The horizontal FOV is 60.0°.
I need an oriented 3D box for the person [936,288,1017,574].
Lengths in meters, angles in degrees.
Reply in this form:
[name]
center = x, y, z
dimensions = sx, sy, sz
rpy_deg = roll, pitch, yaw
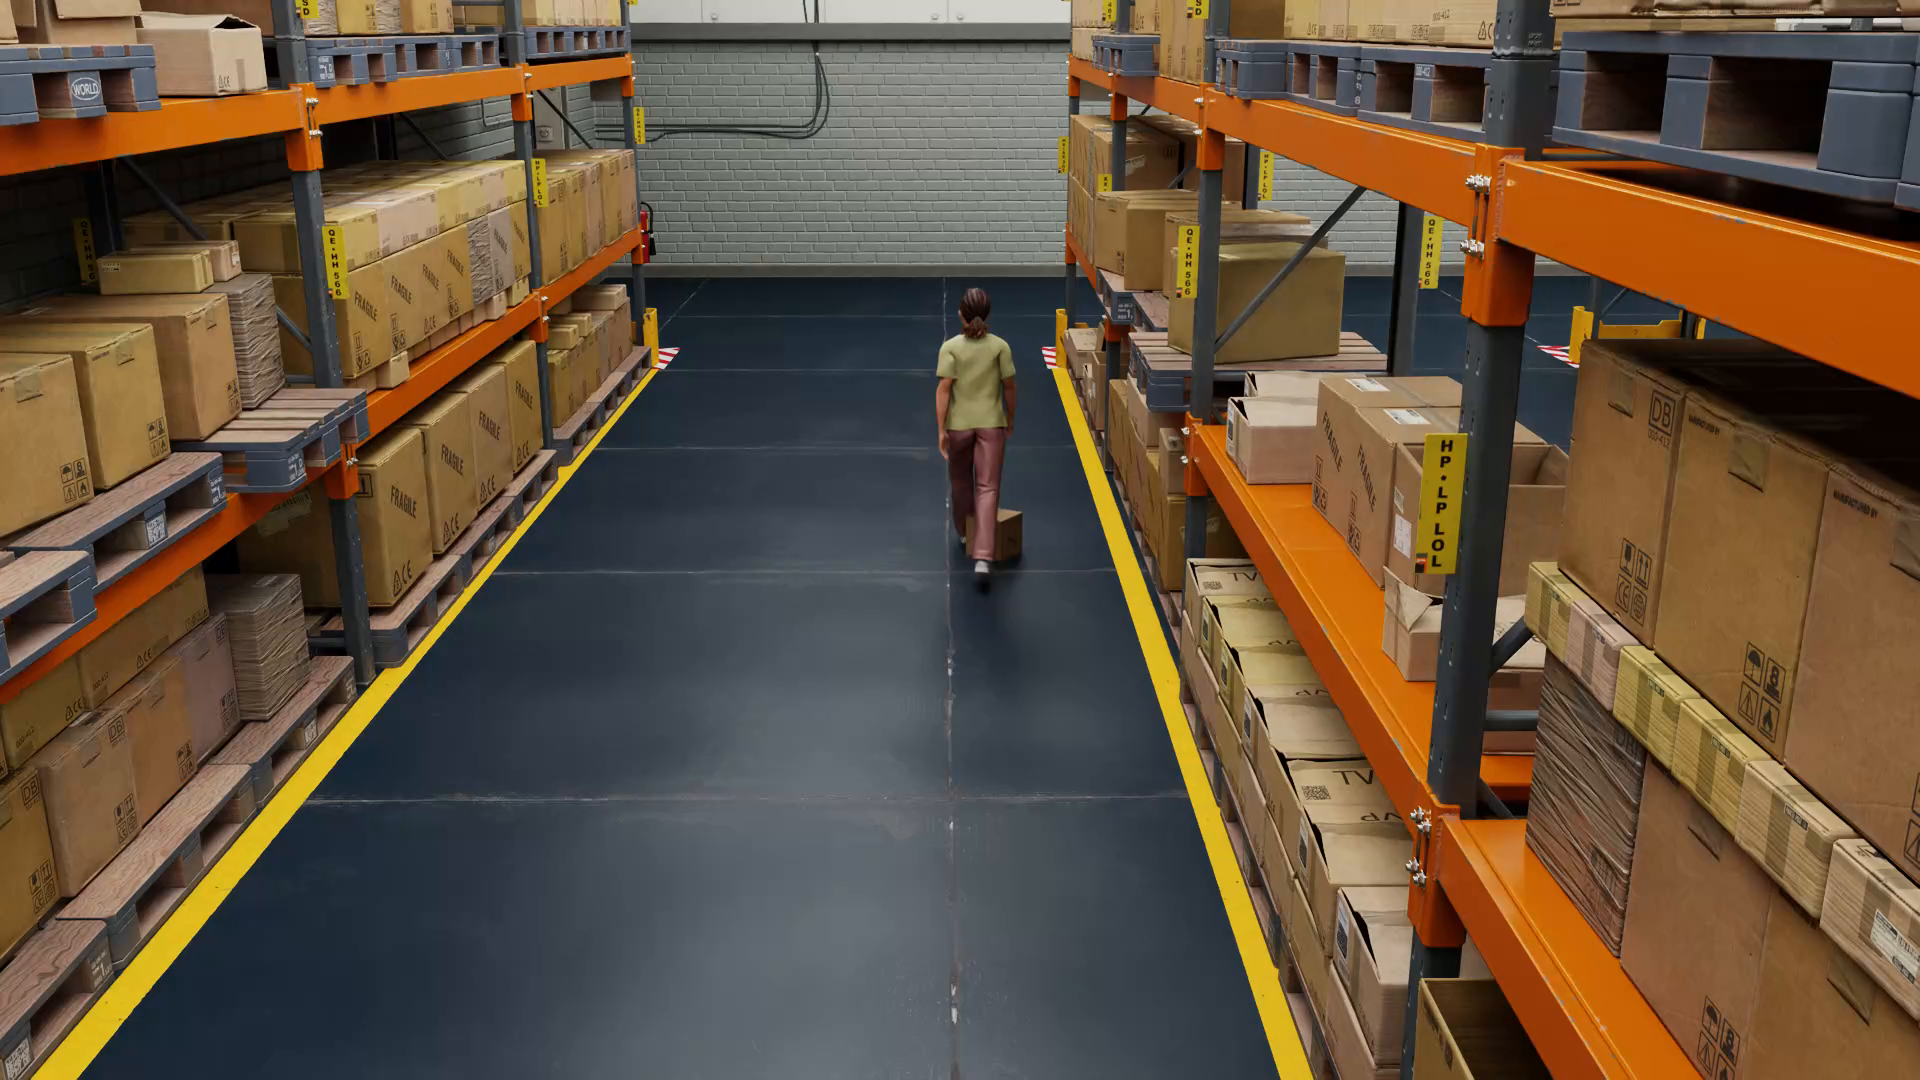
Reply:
[person]
center = 0.098, -0.662, 9.678
dimensions = 0.460, 1.601, 1.116
rpy_deg = 1, 17, 3
